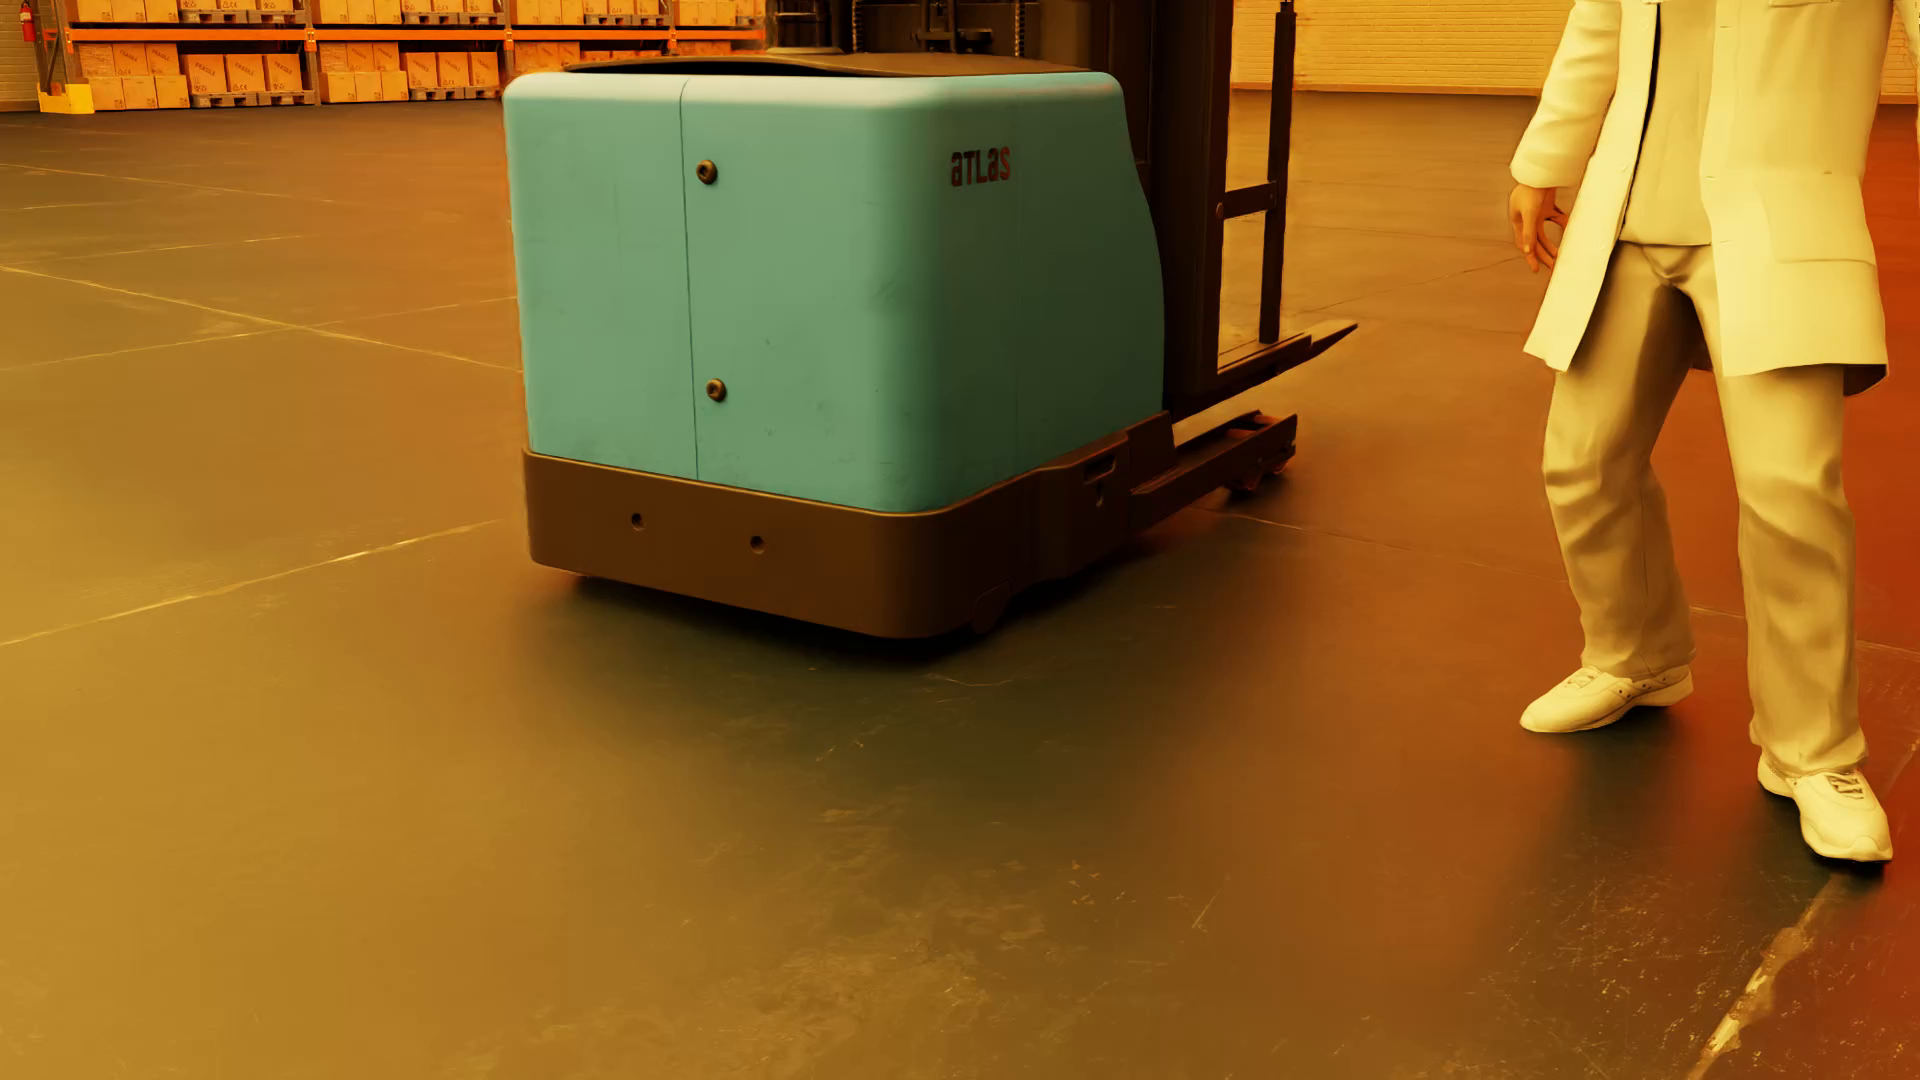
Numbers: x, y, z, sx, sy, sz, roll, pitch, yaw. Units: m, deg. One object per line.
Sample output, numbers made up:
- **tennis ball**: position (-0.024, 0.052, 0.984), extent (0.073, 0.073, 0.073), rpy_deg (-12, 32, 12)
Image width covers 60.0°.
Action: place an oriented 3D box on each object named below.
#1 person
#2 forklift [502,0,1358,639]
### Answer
- **person**: position (1.181, -0.468, 2.545), extent (0.482, 1.749, 0.911), rpy_deg (-10, 20, -31)
- **forklift**: position (0.264, -1.593, 4.142), extent (1.130, 2.935, 3.031), rpy_deg (10, 20, 30)
